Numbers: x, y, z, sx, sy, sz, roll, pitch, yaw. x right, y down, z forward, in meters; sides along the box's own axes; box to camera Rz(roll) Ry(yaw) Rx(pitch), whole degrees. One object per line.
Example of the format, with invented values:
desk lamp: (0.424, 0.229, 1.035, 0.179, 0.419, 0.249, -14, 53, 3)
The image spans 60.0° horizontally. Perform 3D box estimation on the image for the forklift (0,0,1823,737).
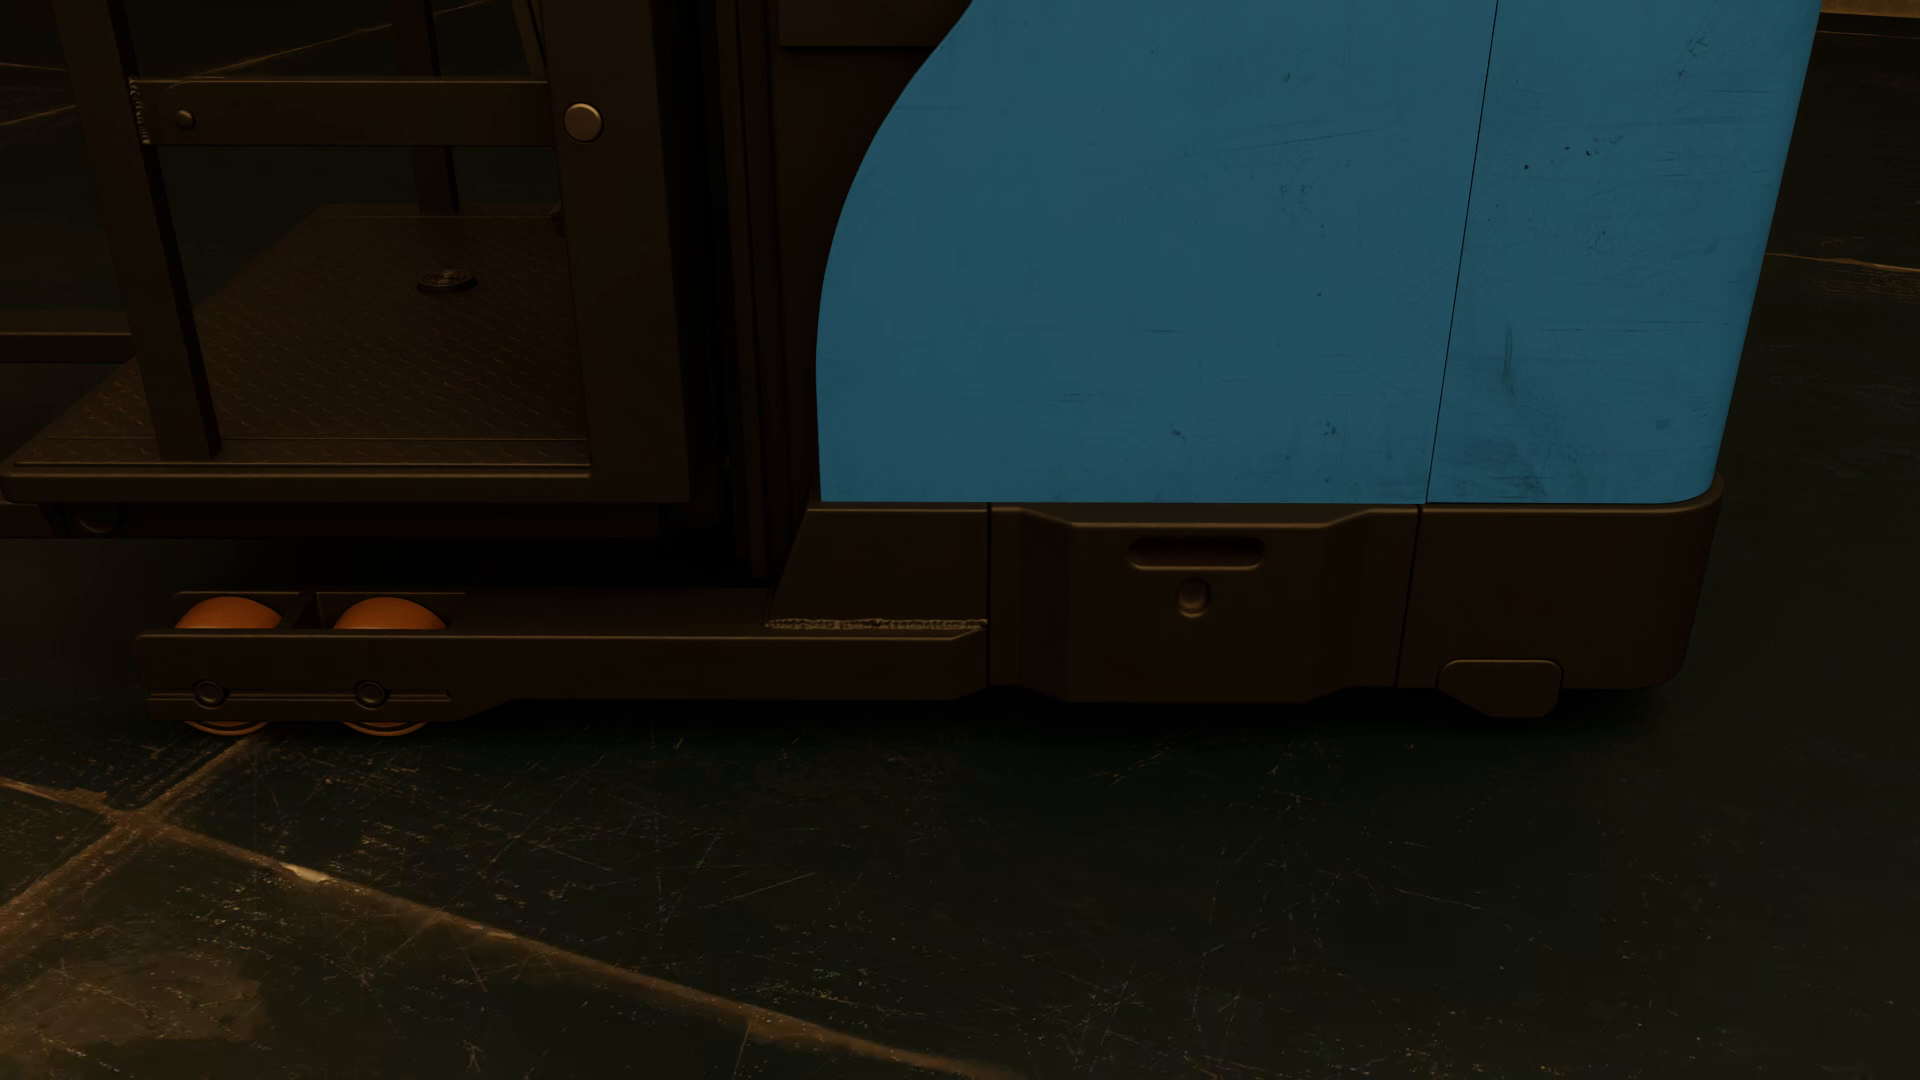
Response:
forklift: (-0.609, -1.305, 1.833, 3.031, 2.935, 1.130, 0, 27, 0)
